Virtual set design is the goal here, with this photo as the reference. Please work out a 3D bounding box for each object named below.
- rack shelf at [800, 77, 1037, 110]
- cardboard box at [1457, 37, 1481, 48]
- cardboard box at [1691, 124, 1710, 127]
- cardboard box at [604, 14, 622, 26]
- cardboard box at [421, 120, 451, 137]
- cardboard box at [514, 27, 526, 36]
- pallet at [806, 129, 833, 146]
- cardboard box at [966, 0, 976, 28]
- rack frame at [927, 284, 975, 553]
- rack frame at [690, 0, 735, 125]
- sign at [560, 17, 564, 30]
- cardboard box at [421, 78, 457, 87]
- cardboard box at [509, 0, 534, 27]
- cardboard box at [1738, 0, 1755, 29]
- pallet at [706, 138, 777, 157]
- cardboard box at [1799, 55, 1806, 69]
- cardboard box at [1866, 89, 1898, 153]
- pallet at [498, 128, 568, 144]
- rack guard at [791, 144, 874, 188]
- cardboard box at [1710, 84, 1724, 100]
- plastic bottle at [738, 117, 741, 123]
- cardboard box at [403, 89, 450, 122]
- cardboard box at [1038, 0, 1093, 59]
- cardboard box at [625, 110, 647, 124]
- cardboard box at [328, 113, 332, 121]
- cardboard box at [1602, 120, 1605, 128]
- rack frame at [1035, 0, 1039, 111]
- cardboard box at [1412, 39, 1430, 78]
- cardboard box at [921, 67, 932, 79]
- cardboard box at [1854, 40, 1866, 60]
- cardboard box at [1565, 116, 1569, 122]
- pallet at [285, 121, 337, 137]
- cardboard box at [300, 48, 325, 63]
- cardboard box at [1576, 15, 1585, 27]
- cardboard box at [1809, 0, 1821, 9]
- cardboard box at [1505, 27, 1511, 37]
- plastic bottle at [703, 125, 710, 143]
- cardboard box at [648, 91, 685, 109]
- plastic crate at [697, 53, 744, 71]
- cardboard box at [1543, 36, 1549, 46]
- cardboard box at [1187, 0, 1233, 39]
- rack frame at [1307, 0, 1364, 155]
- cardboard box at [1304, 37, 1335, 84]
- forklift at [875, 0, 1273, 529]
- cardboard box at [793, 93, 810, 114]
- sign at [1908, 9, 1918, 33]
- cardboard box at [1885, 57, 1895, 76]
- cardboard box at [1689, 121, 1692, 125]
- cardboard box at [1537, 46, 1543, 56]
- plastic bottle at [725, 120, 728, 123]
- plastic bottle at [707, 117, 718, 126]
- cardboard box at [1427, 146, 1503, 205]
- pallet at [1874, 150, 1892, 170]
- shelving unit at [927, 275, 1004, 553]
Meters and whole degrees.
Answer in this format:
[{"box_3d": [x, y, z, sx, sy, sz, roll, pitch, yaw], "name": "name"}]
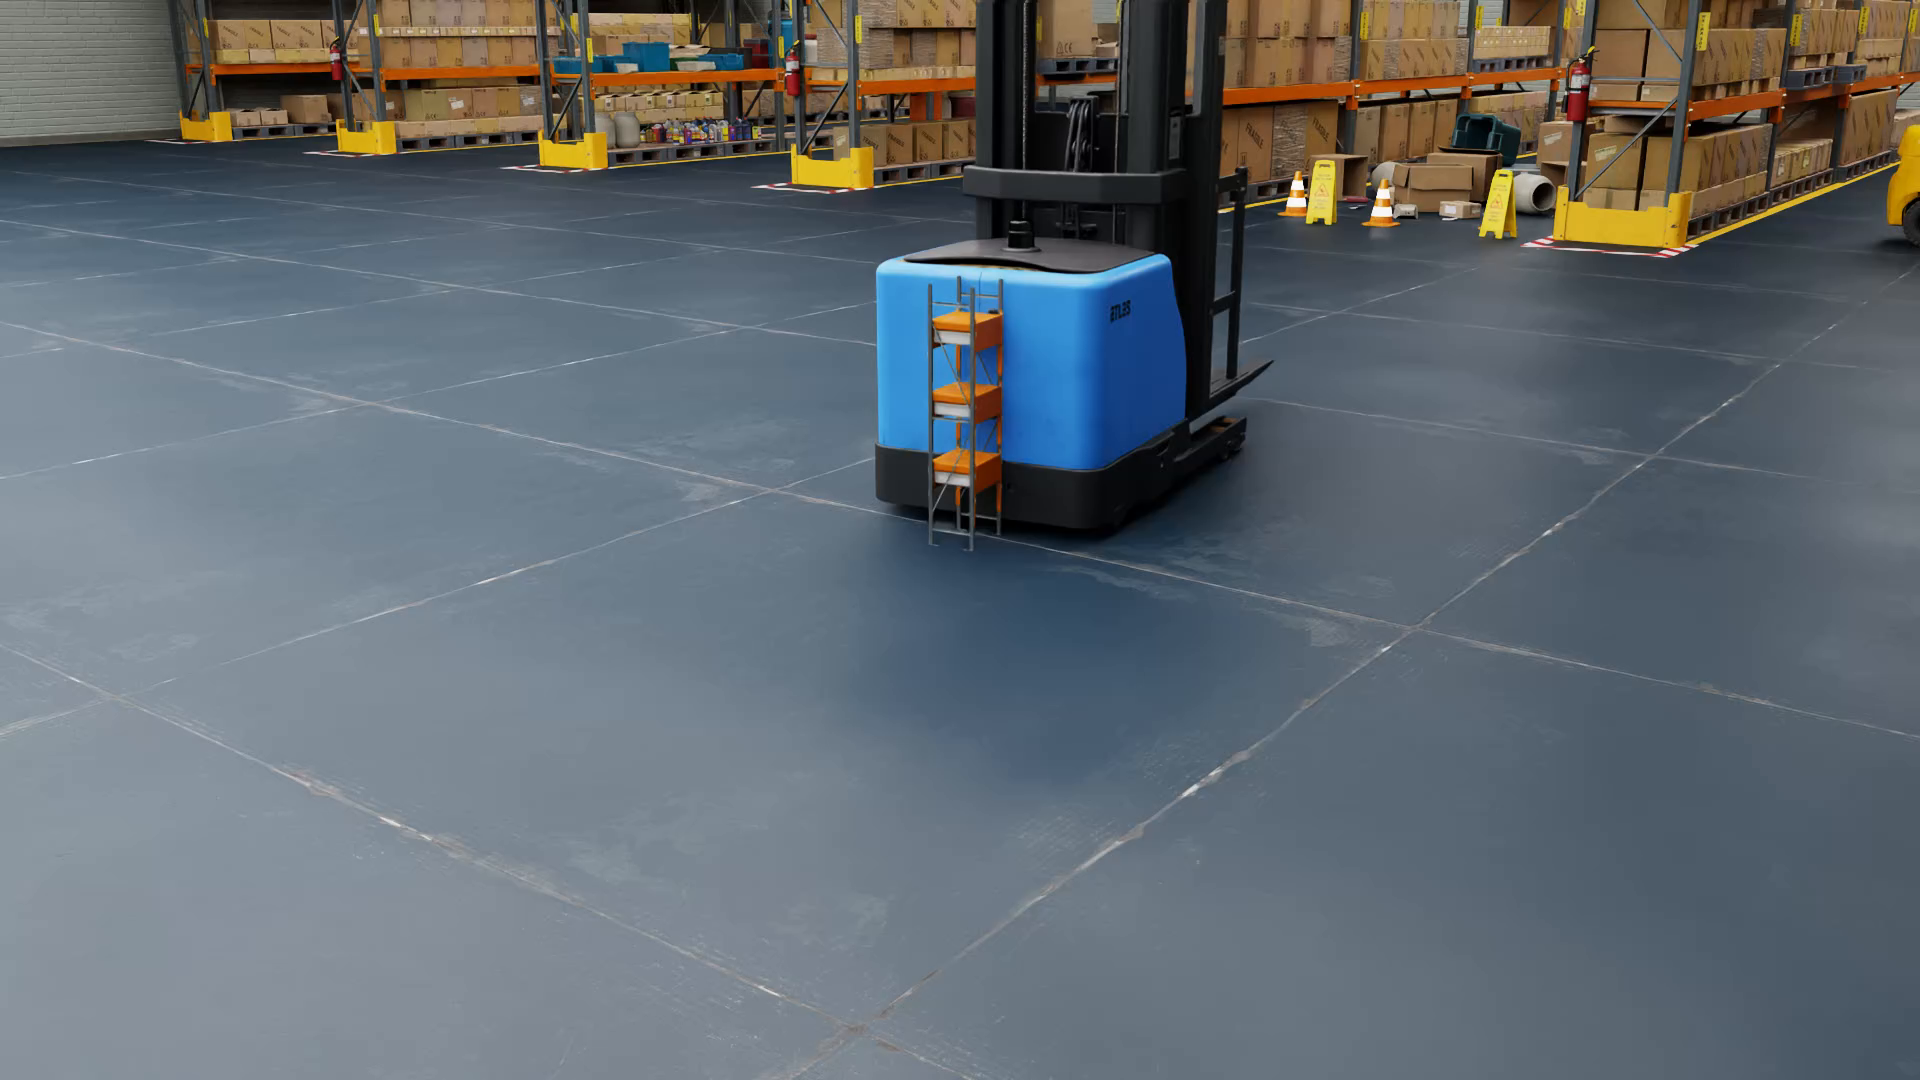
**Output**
[{"box_3d": [-0.508, -6.153, 22.714, 1.077, 0.370, 4.000, 12, 21, 35], "name": "rack shelf"}, {"box_3d": [7.440, -7.328, 24.496, 0.380, 0.149, 0.250, 14, 22, 37], "name": "cardboard box"}, {"box_3d": [7.765, -4.245, 18.020, 0.500, 0.500, 0.500, 13, 22, 37], "name": "cardboard box"}, {"box_3d": [-7.775, -11.420, 36.492, 0.500, 0.250, 0.500, 13, 21, 35], "name": "cardboard box"}, {"box_3d": [-8.860, -6.868, 27.729, 0.500, 0.250, 0.500, 12, 21, 35], "name": "cardboard box"}, {"box_3d": [-7.718, -8.795, 28.747, 0.380, 0.149, 0.250, 12, 21, 35], "name": "cardboard box"}, {"box_3d": [-2.131, -7.002, 28.937, 1.003, 0.211, 1.213, 12, 21, 35], "name": "pallet"}, {"box_3d": [0.041, -7.247, 22.665, 0.500, 0.500, 0.500, 12, 21, 35], "name": "cardboard box"}, {"box_3d": [-0.034, -0.465, 6.472, 0.200, 1.050, 0.008, 9, 19, 26], "name": "rack frame"}, {"box_3d": [-4.886, -9.677, 32.849, 1.000, 3.000, 0.127, 12, 21, 35], "name": "rack frame"}, {"box_3d": [-8.425, -10.973, 35.203, 0.100, 0.325, 0.005, 12, 21, 35], "name": "sign"}, {"box_3d": [-10.565, -9.257, 33.705, 0.500, 0.250, 0.500, 12, 21, 34], "name": "cardboard box"}, {"box_3d": [-7.829, -9.165, 28.842, 0.700, 0.500, 0.500, 12, 21, 35], "name": "cardboard box"}, {"box_3d": [8.206, -5.823, 18.081, 0.700, 0.500, 0.500, 12, 21, 34], "name": "cardboard box"}, {"box_3d": [-3.727, -6.364, 26.882, 1.003, 0.211, 1.213, 12, 21, 35], "name": "pallet"}, {"box_3d": [9.382, -5.436, 18.908, 0.380, 0.149, 0.250, 13, 21, 36], "name": "cardboard box"}, {"box_3d": [13.104, -6.152, 24.370, 0.875, 0.875, 0.875, 13, 22, 36], "name": "cardboard box"}, {"box_3d": [-7.777, -7.211, 29.608, 1.003, 0.211, 1.213, 12, 21, 35], "name": "pallet"}, {"box_3d": [-1.654, -4.845, 21.502, 1.175, 0.500, 0.348, 12, 21, 35], "name": "rack guard"}, {"box_3d": [7.178, -4.358, 16.142, 0.380, 0.149, 0.250, 13, 21, 36], "name": "cardboard box"}, {"box_3d": [-3.562, -6.615, 26.711, 0.144, 0.351, 0.185, 12, 21, 35], "name": "plastic bottle"}, {"box_3d": [-8.858, -7.225, 27.617, 0.500, 0.500, 0.500, 12, 21, 35], "name": "cardboard box"}, {"box_3d": [1.270, -7.625, 24.520, 1.000, 1.000, 1.000, 13, 21, 35], "name": "cardboard box"}, {"box_3d": [-6.218, -7.910, 31.085, 0.500, 0.250, 0.500, 12, 21, 33], "name": "cardboard box"}, {"box_3d": [-12.219, -8.070, 31.739, 0.380, 0.149, 0.250, 10, 20, 30], "name": "cardboard box"}, {"box_3d": [11.539, -7.529, 30.028, 0.380, 0.149, 0.250, 13, 22, 36], "name": "cardboard box"}, {"box_3d": [0.684, -6.973, 24.141, 1.000, 3.000, 0.127, 12, 21, 35], "name": "rack frame"}, {"box_3d": [6.040, -6.558, 22.635, 0.500, 0.500, 0.500, 13, 21, 36], "name": "cardboard box"}, {"box_3d": [-0.599, -6.225, 22.156, 0.380, 0.149, 0.250, 12, 21, 35], "name": "cardboard box"}, {"box_3d": [11.526, -6.419, 21.766, 0.500, 0.250, 0.500, 12, 21, 34], "name": "cardboard box"}, {"box_3d": [10.205, -7.193, 28.447, 0.380, 0.149, 0.250, 11, 20, 32], "name": "cardboard box"}, {"box_3d": [-12.348, -7.809, 31.536, 1.003, 0.211, 1.213, 12, 21, 35], "name": "pallet"}, {"box_3d": [-12.179, -9.011, 30.922, 0.500, 0.250, 0.500, 13, 21, 35], "name": "cardboard box"}, {"box_3d": [10.135, -8.836, 27.783, 0.500, 0.500, 0.500, 12, 21, 33], "name": "cardboard box"}, {"box_3d": [9.772, -6.249, 19.336, 0.380, 0.149, 0.250, 14, 22, 38], "name": "cardboard box"}, {"box_3d": [8.203, -7.779, 25.449, 0.380, 0.149, 0.250, 13, 22, 36], "name": "cardboard box"}, {"box_3d": [-3.962, -6.333, 25.939, 0.097, 0.271, 0.097, 0, 17, 0], "name": "plastic bottle"}, {"box_3d": [-5.608, -8.420, 31.781, 0.500, 0.311, 0.500, 12, 21, 34], "name": "cardboard box"}, {"box_3d": [-3.735, -7.466, 25.978, 0.499, 0.251, 0.616, 12, 21, 35], "name": "plastic crate"}, {"box_3d": [9.295, -8.071, 26.890, 0.380, 0.149, 0.250, 13, 22, 36], "name": "cardboard box"}, {"box_3d": [2.476, -5.789, 18.253, 0.875, 0.550, 0.550, 12, 21, 35], "name": "cardboard box"}, {"box_3d": [4.607, -6.073, 21.241, 1.000, 3.000, 0.127, 12, 21, 35], "name": "rack frame"}, {"box_3d": [4.087, -5.919, 20.495, 0.875, 0.550, 0.550, 12, 21, 35], "name": "cardboard box"}, {"box_3d": [0.754, -1.834, 7.708, 1.130, 2.935, 3.031, 8, 19, 25], "name": "forklift"}, {"box_3d": [-3.468, -9.121, 34.531, 0.500, 0.500, 0.500, 12, 21, 33], "name": "cardboard box"}, {"box_3d": [13.851, -7.549, 24.177, 0.100, 0.325, 0.005, 12, 21, 35], "name": "sign"}, {"box_3d": [13.040, -6.783, 23.783, 0.500, 0.250, 0.500, 12, 21, 34], "name": "cardboard box"}, {"box_3d": [7.647, -4.543, 17.884, 0.380, 0.149, 0.250, 13, 22, 37], "name": "cardboard box"}, {"box_3d": [9.142, -7.867, 26.735, 0.380, 0.149, 0.250, 13, 21, 35], "name": "cardboard box"}, {"box_3d": [-3.836, -6.757, 27.304, 0.097, 0.271, 0.097, 0, 17, 0], "name": "plastic bottle"}, {"box_3d": [-3.992, -6.649, 26.822, 0.144, 0.351, 0.185, 12, 21, 35], "name": "plastic bottle"}, {"box_3d": [5.823, -4.232, 19.294, 0.797, 0.637, 0.503, 12, 21, 35], "name": "cardboard box"}, {"box_3d": [13.010, -5.599, 24.417, 1.003, 0.211, 1.213, 12, 21, 35], "name": "pallet"}, {"box_3d": [0.022, -0.498, 6.576, 0.215, 1.050, 0.252, 9, 19, 26], "name": "shelving unit"}]
